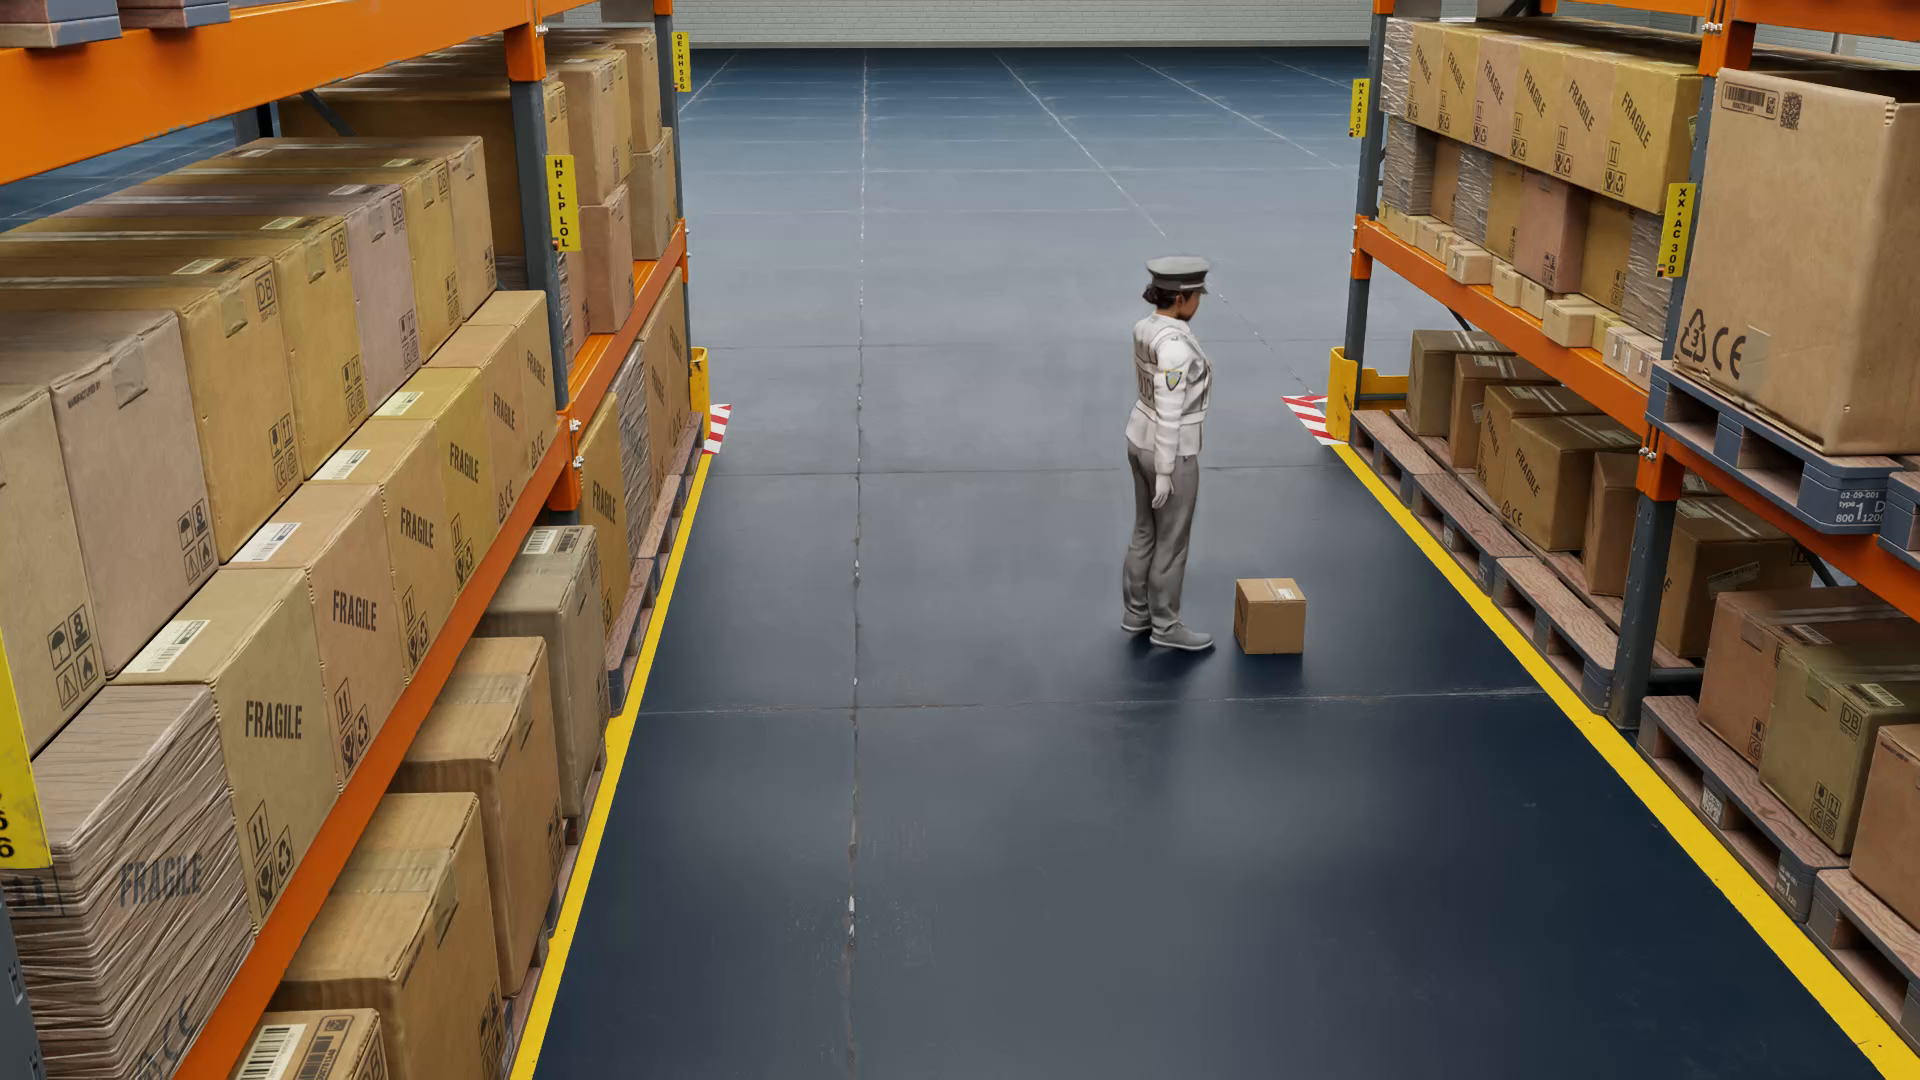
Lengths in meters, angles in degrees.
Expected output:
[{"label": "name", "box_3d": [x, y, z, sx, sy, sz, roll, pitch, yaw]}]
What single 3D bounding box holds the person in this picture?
[{"label": "person", "box_3d": [0.883, -0.356, 6.977, 0.384, 1.690, 0.570, -5, 21, -13]}]
